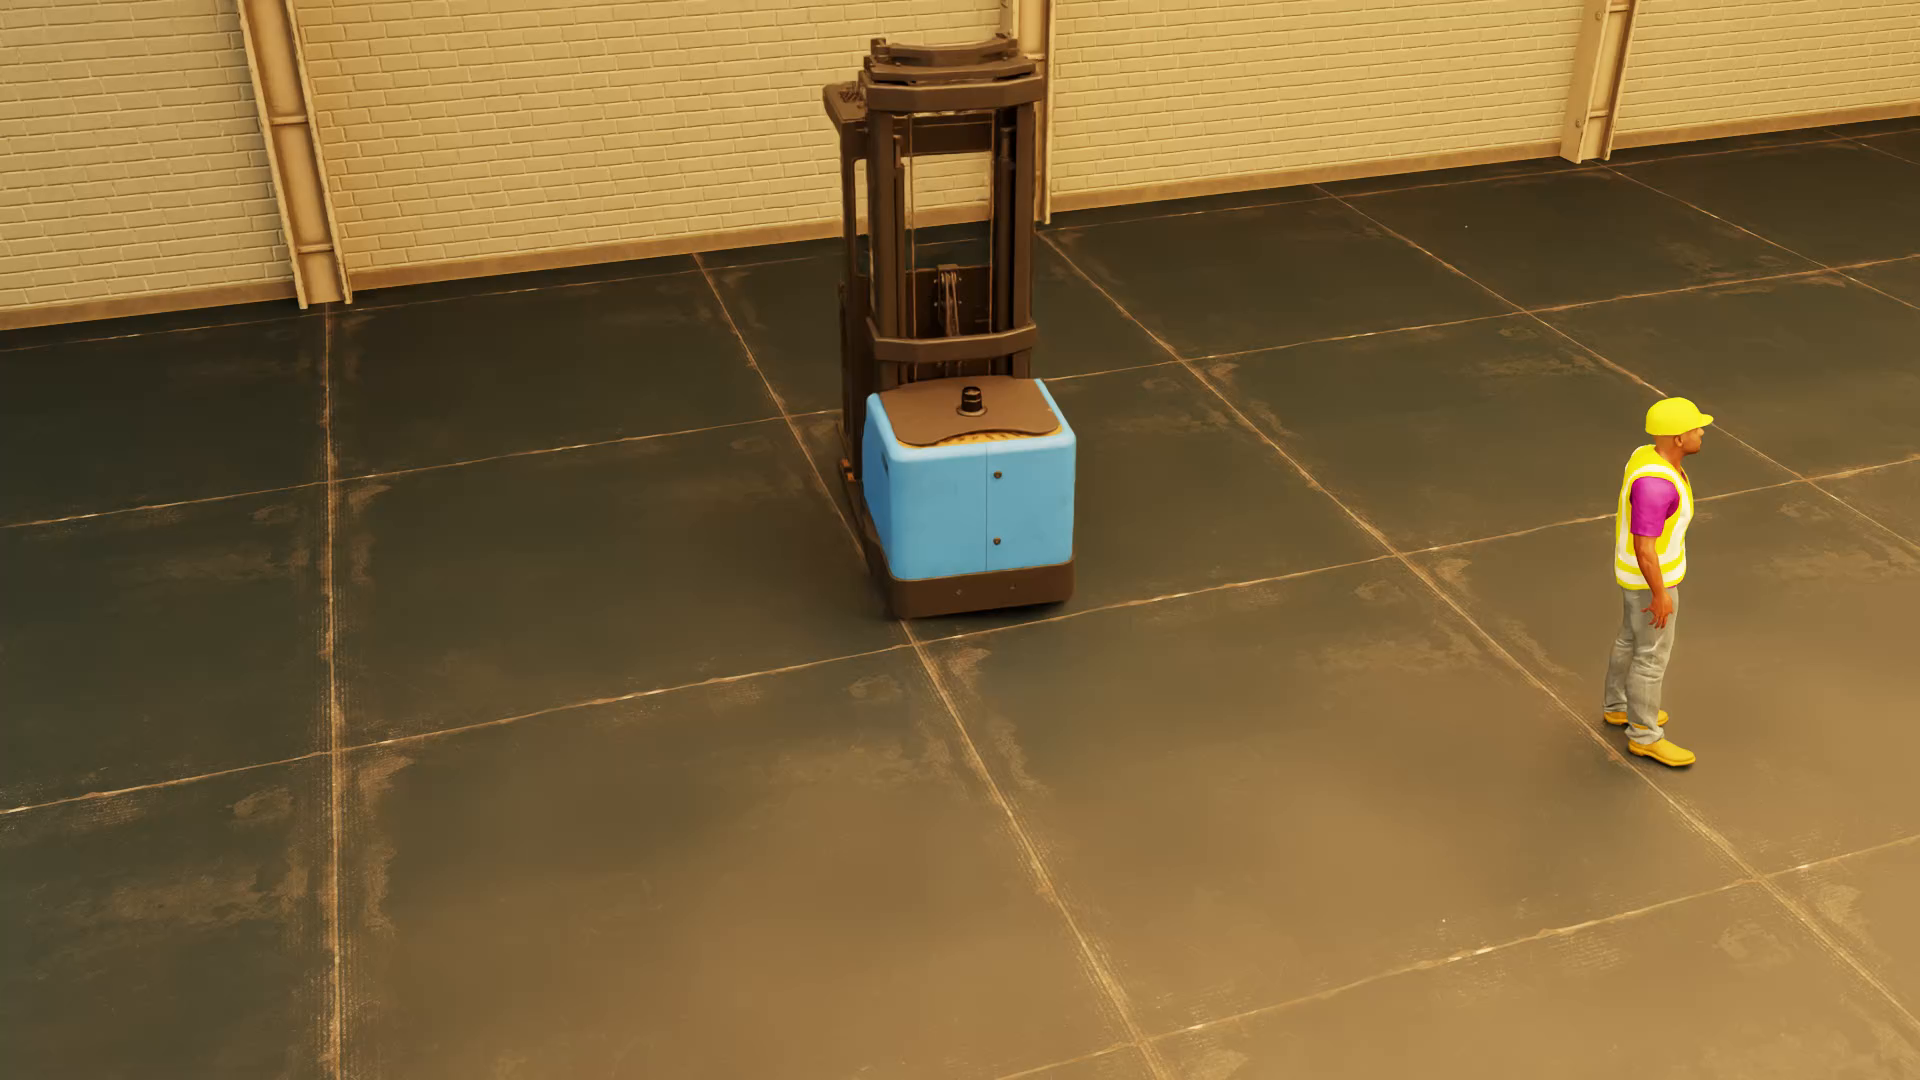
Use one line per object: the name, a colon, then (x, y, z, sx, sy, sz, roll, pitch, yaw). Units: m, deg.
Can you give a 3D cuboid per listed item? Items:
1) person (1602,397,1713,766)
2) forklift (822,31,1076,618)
person: (3.384, 0.163, 7.958, 0.577, 1.766, 0.666, 9, 31, 16)
forklift: (-0.172, -1.561, 9.799, 1.130, 2.935, 3.031, -6, 30, -10)
